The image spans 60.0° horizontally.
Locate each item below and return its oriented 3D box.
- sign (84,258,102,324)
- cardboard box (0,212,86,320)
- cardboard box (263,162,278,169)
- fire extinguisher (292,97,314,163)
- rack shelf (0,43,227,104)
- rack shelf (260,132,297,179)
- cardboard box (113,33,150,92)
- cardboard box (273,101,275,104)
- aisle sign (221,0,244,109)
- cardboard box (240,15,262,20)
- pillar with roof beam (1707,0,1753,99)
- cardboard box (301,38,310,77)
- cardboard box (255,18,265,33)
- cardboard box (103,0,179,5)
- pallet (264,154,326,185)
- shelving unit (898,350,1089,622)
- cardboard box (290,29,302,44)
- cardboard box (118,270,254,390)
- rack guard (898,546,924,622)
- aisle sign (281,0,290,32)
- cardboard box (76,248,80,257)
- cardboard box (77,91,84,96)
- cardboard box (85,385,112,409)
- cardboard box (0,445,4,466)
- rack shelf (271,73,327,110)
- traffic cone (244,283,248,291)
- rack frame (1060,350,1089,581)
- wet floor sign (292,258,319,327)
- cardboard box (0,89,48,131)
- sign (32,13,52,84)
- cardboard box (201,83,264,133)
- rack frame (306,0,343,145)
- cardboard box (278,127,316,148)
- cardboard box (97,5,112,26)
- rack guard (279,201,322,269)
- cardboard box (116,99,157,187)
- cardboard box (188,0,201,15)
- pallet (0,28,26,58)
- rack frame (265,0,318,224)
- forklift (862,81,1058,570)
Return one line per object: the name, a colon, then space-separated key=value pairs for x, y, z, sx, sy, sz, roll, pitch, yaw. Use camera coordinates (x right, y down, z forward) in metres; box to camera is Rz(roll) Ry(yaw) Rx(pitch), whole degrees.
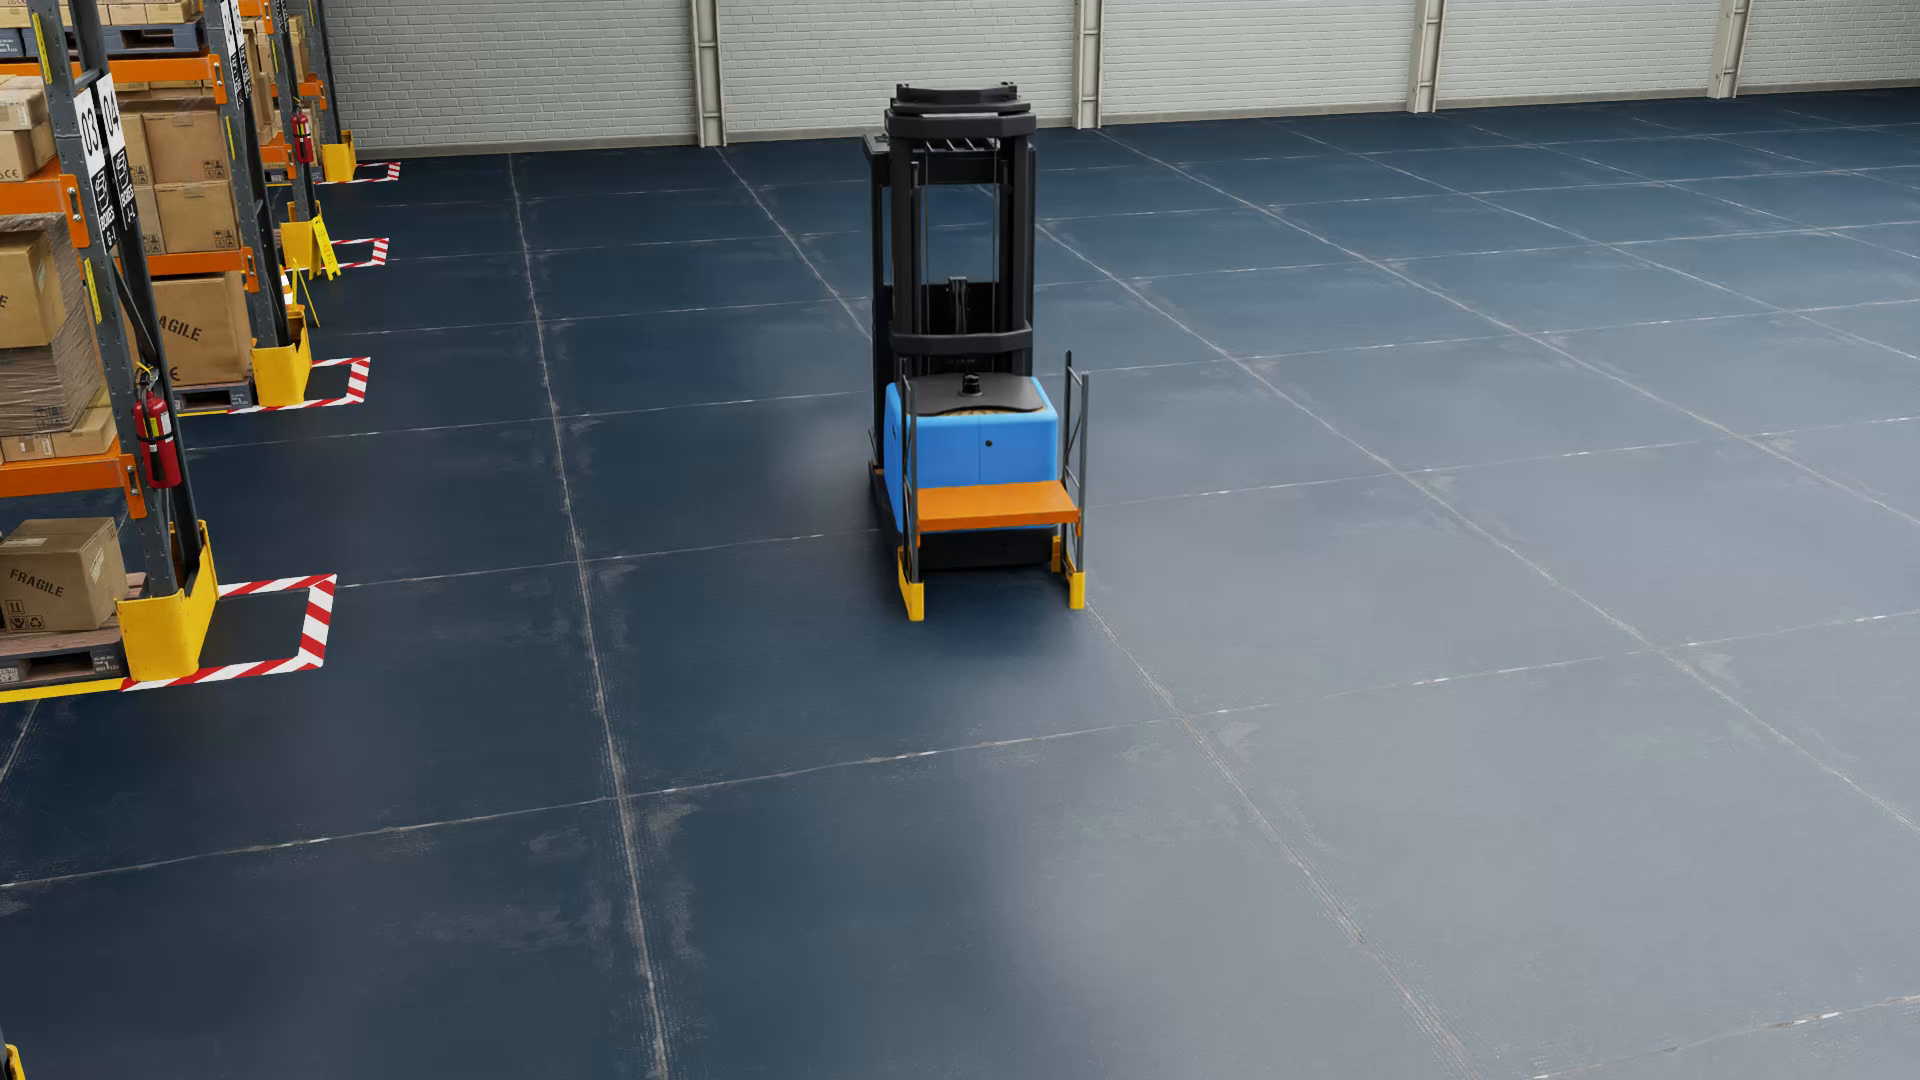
sign: x=-4.465 y=-1.282 z=8.565 sx=0.005 sy=0.325 sz=0.100 roll=-6 pitch=24 yaw=-14
cardboard box: x=-5.198 y=-1.505 z=9.181 sx=0.500 sy=0.500 sz=0.500 roll=-6 pitch=24 yaw=-14
cardboard box: x=-9.465 y=-5.174 z=22.459 sx=0.500 sy=0.250 sz=0.500 roll=-6 pitch=24 yaw=-14
fire extinguisher: x=-7.037 y=-4.382 z=17.756 sx=0.183 sy=0.674 sz=0.296 roll=-6 pitch=24 yaw=-14
rack shelf: x=-7.763 y=-3.546 z=12.819 sx=4.000 sy=0.370 sz=1.077 roll=-6 pitch=24 yaw=-14
rack shelf: x=-9.198 y=-4.037 z=17.766 sx=4.000 sy=0.370 sz=1.077 roll=-6 pitch=24 yaw=-14
cardboard box: x=-8.658 y=-4.941 z=17.188 sx=0.500 sy=0.500 sz=0.700 roll=-7 pitch=24 yaw=-15
cardboard box: x=-9.611 y=-5.819 z=22.694 sx=0.500 sy=0.250 sz=0.500 roll=-6 pitch=24 yaw=-14
aisle sign: x=-5.688 y=-3.800 z=13.005 sx=0.004 sy=0.787 sz=0.394 roll=-6 pitch=24 yaw=-14
cardboard box: x=-9.509 y=-6.942 z=22.297 sx=0.250 sy=0.149 sz=0.380 roll=-6 pitch=24 yaw=-13
pillar with roof beam: x=14.740 y=-10.411 z=24.101 sx=0.400 sy=9.000 sz=9.100 roll=-6 pitch=24 yaw=-14
cardboard box: x=-9.169 y=-6.563 z=22.614 sx=0.500 sy=0.500 sz=0.500 roll=-6 pitch=24 yaw=-13
cardboard box: x=-9.134 y=-6.789 z=21.941 sx=0.250 sy=0.149 sz=0.380 roll=-6 pitch=24 yaw=-14
cardboard box: x=-6.233 y=-4.239 z=12.674 sx=0.500 sy=0.250 sz=0.500 roll=-6 pitch=24 yaw=-14
pallet: x=-9.342 y=-5.085 z=22.834 sx=1.213 sy=0.211 sz=1.003 roll=-6 pitch=24 yaw=-14
shelving unit: x=0.187 y=-0.339 z=10.139 sx=1.083 sy=1.500 sz=0.587 roll=-4 pitch=23 yaw=-8
cardboard box: x=-8.875 y=-6.665 z=22.030 sx=0.250 sy=0.149 sz=0.380 roll=-6 pitch=24 yaw=-14
cardboard box: x=-6.473 y=-1.831 z=13.875 sx=0.875 sy=0.875 sz=0.875 roll=-6 pitch=24 yaw=-14
rack guard: x=-0.304 y=0.266 z=10.312 sx=0.087 sy=0.250 sz=0.587 roll=-4 pitch=23 yaw=-8
aisle sign: x=-7.296 y=-5.899 z=17.897 sx=0.004 sy=0.787 sz=0.394 roll=-6 pitch=24 yaw=-14
cardboard box: x=-7.280 y=-2.645 z=13.420 sx=0.550 sy=0.550 sz=0.875 roll=-6 pitch=24 yaw=-14
cardboard box: x=-9.179 y=-4.450 z=17.313 sx=0.500 sy=0.500 sz=0.500 roll=-6 pitch=24 yaw=-14
cardboard box: x=-4.934 y=-0.762 z=9.541 sx=0.250 sy=0.149 sz=0.380 roll=-6 pitch=24 yaw=-14
cardboard box: x=-5.282 y=-0.521 z=8.979 sx=0.250 sy=0.149 sz=0.380 roll=-6 pitch=24 yaw=-14
rack shelf: x=-10.542 y=-5.921 z=22.157 sx=4.000 sy=0.370 sz=1.077 roll=-6 pitch=24 yaw=-14
traffic cone: x=-7.338 y=-2.879 z=17.372 sx=0.334 sy=0.463 sz=0.336 roll=-6 pitch=24 yaw=-14
rack frame: x=0.698 y=-0.372 z=10.214 sx=0.032 sy=1.500 sz=0.500 roll=-4 pitch=23 yaw=-8
wet floor sign: x=-6.345 y=-2.384 z=15.989 sx=0.232 sy=0.644 sz=0.267 roll=-11 pitch=25 yaw=-23
cardboard box: x=-4.778 y=-2.162 z=8.366 sx=0.250 sy=0.149 sz=0.380 roll=-6 pitch=24 yaw=-14
sign: x=-4.465 y=-2.390 z=8.090 sx=0.005 sy=0.325 sz=0.100 roll=-6 pitch=24 yaw=-14
cardboard box: x=-7.720 y=-4.600 z=17.663 sx=0.500 sy=0.500 sz=0.500 roll=-7 pitch=24 yaw=-15
rack frame: x=-8.617 y=-6.464 z=22.511 sx=0.127 sy=3.000 sz=1.000 roll=-6 pitch=24 yaw=-14
cardboard box: x=-9.001 y=-5.453 z=22.475 sx=0.500 sy=0.250 sz=0.500 roll=-7 pitch=24 yaw=-15
cardboard box: x=-6.556 y=-3.995 z=12.612 sx=0.250 sy=0.149 sz=0.380 roll=-6 pitch=24 yaw=-14
rack guard: x=-7.345 y=-3.423 z=18.594 sx=0.348 sy=0.500 sz=1.175 roll=-6 pitch=24 yaw=-14
cardboard box: x=-6.710 y=-3.158 z=13.247 sx=0.550 sy=0.550 sz=0.875 roll=-6 pitch=24 yaw=-14
cardboard box: x=-6.254 y=-4.299 z=13.320 sx=0.250 sy=0.149 sz=0.380 roll=-6 pitch=24 yaw=-14
pallet: x=-7.726 y=-3.835 z=12.692 sx=1.213 sy=0.211 sz=1.003 roll=-6 pitch=24 yaw=-14
rack frame: x=-7.272 y=-4.580 z=18.120 sx=0.127 sy=3.000 sz=1.000 roll=-6 pitch=24 yaw=-14
forklift: x=-0.077 y=-1.703 z=11.502 sx=1.130 sy=2.935 sz=3.031 roll=-3 pitch=23 yaw=-7
